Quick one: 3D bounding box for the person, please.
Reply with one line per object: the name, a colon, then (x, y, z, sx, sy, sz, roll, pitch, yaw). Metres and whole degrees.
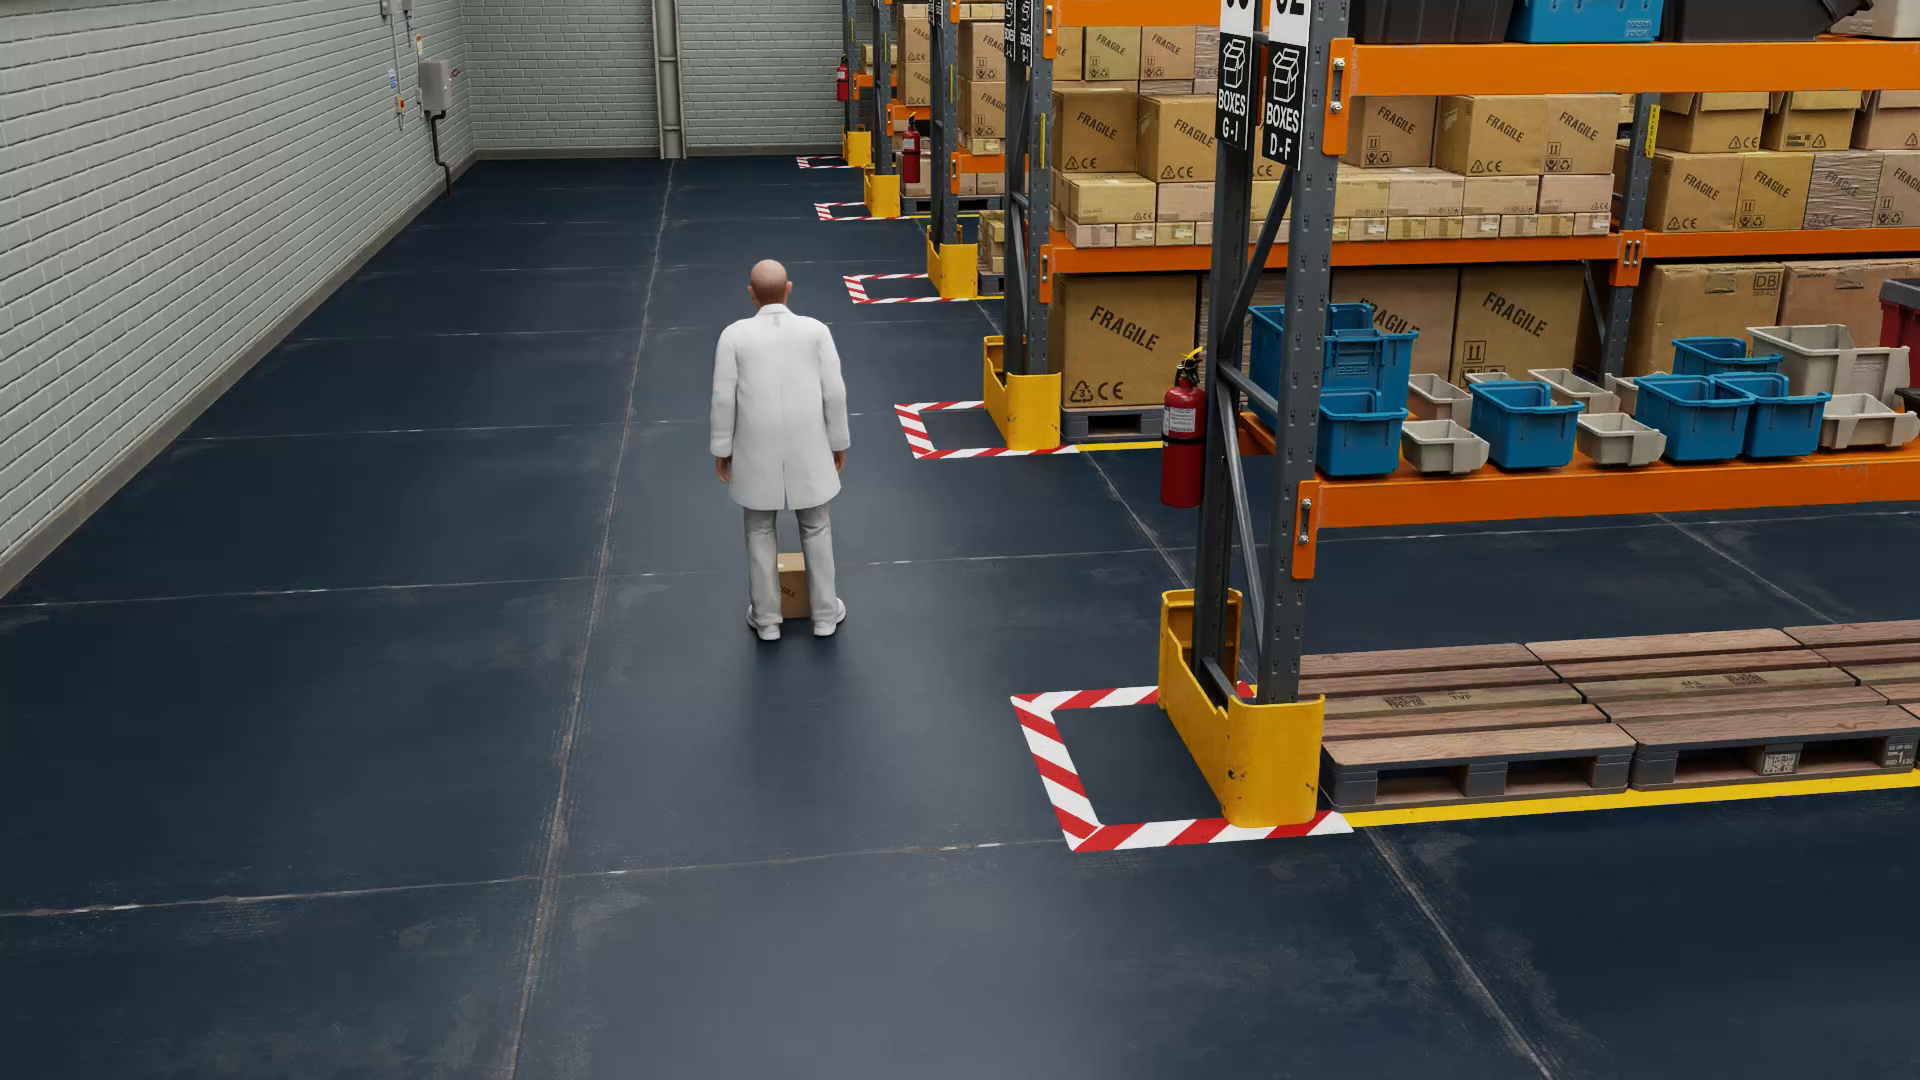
person: (-0.833, -0.409, 7.736, 0.654, 1.774, 0.415, -3, 20, -9)
